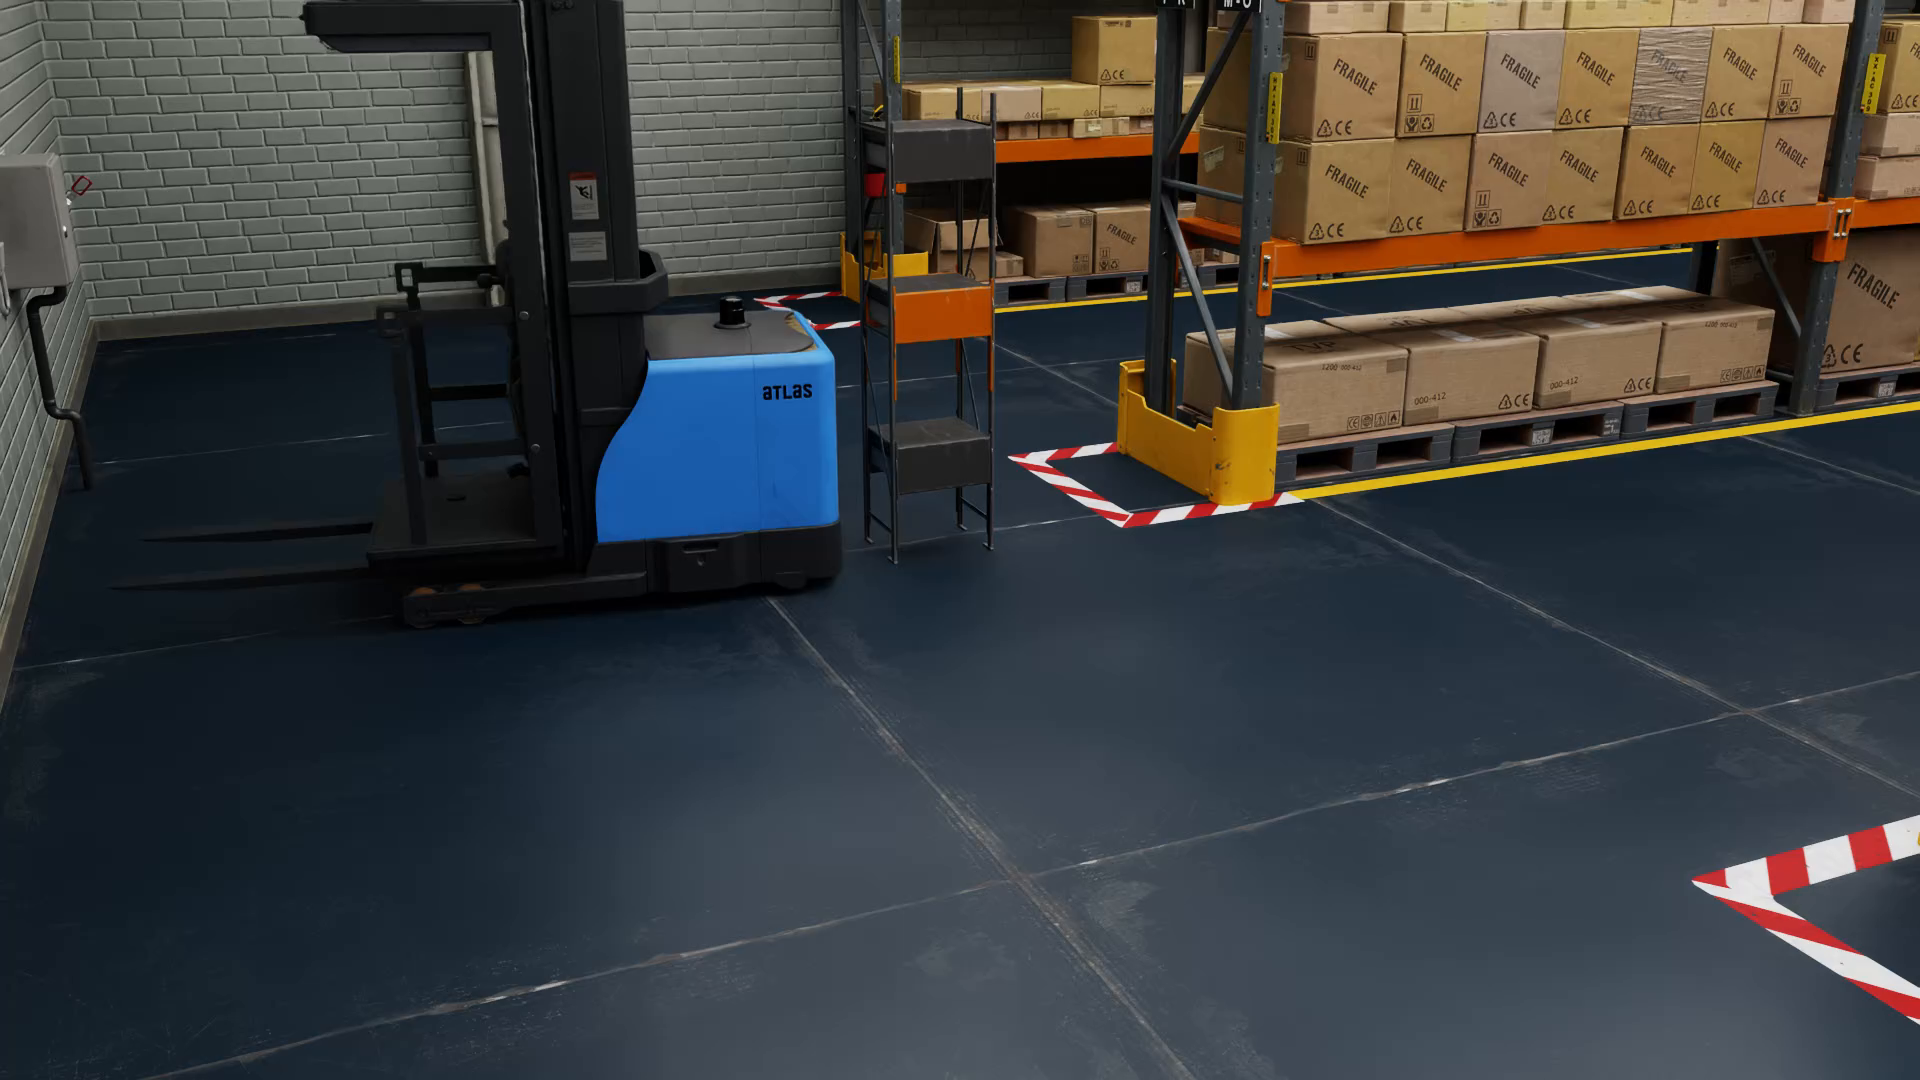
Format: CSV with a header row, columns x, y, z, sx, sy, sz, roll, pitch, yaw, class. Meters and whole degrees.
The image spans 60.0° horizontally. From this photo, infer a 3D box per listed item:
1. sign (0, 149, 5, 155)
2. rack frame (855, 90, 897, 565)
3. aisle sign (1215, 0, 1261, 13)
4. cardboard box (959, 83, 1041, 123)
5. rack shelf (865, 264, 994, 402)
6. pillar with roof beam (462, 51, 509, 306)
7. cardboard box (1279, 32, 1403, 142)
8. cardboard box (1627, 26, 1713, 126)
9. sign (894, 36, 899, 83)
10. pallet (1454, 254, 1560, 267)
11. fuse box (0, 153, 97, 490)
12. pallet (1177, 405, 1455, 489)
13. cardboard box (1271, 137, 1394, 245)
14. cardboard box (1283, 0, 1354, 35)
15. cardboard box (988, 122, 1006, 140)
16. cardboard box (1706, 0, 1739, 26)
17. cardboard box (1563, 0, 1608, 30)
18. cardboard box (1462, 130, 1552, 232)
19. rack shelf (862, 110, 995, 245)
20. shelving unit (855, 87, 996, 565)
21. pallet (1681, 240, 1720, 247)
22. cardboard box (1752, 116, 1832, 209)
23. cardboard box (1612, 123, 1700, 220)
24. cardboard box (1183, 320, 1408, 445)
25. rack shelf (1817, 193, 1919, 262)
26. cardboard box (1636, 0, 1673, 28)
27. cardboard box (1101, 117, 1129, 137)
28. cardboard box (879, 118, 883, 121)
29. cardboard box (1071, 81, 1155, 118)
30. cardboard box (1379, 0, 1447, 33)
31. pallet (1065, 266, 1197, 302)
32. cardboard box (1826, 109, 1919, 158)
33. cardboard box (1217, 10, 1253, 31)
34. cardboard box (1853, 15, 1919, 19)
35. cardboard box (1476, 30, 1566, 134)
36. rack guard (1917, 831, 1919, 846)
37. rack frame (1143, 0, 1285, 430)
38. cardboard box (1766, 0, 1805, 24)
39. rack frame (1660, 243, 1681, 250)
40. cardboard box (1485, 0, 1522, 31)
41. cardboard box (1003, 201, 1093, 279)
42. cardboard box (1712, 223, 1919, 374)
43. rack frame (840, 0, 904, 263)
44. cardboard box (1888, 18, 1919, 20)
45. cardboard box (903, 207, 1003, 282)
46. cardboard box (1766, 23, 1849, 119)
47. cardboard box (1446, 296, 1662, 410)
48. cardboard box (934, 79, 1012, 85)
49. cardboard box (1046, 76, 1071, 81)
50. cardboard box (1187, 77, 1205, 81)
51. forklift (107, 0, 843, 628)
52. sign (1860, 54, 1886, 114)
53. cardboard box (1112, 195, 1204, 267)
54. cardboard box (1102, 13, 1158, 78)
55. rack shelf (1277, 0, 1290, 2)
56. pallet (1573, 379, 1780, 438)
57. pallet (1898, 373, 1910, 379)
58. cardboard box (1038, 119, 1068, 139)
x,y,z,sx,sy,sz,roll,pitch,yaw,class
-4.967,-1.775,8.691,0.001,0.494,0.329,-8,21,-22,sign
-0.376,-0.937,7.520,0.015,2.100,0.400,-8,21,-22,rack frame
1.334,-2.914,7.868,0.004,0.787,0.394,-8,21,-22,aisle sign
0.302,-3.413,12.975,0.500,0.250,0.500,-8,21,-21,cardboard box
-0.152,-0.956,7.616,0.480,0.518,0.431,-8,21,-22,rack shelf
-1.812,-4.736,7.924,0.400,9.000,9.100,-8,21,-22,pillar with roof beam
1.839,-2.281,8.328,0.500,0.500,0.500,-9,21,-23,cardboard box
3.701,-2.551,9.093,0.500,0.500,0.500,-8,21,-21,cardboard box
-0.469,-3.542,12.262,0.005,0.325,0.100,-8,21,-22,sign
4.842,-2.790,15.629,1.213,0.211,1.003,-8,21,-22,pallet
-4.581,-1.089,8.539,0.414,1.711,0.539,-8,21,-22,fuse box
1.988,-0.600,9.407,1.213,0.211,1.003,-8,21,-22,pallet
1.840,-1.809,8.492,0.500,0.500,0.500,-8,21,-22,cardboard box
1.721,-2.573,8.180,0.250,0.149,0.380,-8,21,-21,cardboard box
0.169,-3.233,13.066,0.250,0.149,0.380,-8,21,-23,cardboard box
4.058,-2.929,9.192,0.250,0.149,0.380,-8,21,-22,cardboard box
3.161,-2.764,8.723,0.250,0.149,0.380,-9,21,-23,cardboard box
2.767,-1.945,8.879,0.500,0.500,0.500,-8,21,-22,cardboard box
-0.152,-1.616,7.384,0.480,0.518,0.431,-8,21,-22,rack shelf
-0.152,-0.969,7.611,0.503,2.100,0.431,-8,21,-22,shelving unit
7.433,-3.133,16.601,1.213,0.211,1.003,-8,21,-22,pallet
4.633,-2.220,9.661,0.500,0.500,0.500,-8,21,-21,cardboard box
3.707,-2.080,9.263,0.500,0.500,0.500,-8,21,-23,cardboard box
1.852,-0.893,9.267,0.875,0.438,0.875,-9,21,-24,cardboard box
6.794,-2.236,10.939,4.000,0.370,1.077,-8,21,-22,rack shelf
3.602,-2.850,8.968,0.250,0.149,0.380,-9,21,-23,cardboard box
1.162,-3.335,13.356,0.250,0.149,0.380,-8,21,-21,cardboard box
-0.486,-3.306,13.273,0.250,0.149,0.380,-8,21,-23,cardboard box
1.227,-3.554,13.377,0.500,0.250,0.500,-9,21,-23,cardboard box
2.217,-2.628,8.337,0.250,0.149,0.380,-7,21,-20,cardboard box
1.236,-2.258,14.118,1.213,0.211,1.003,-8,21,-22,pallet
5.474,-2.449,9.934,0.500,0.250,0.500,-9,21,-23,cardboard box
1.535,-2.719,8.595,0.250,0.149,0.380,-8,21,-21,cardboard box
5.741,-3.037,10.474,0.500,0.500,0.500,-8,21,-21,cardboard box
2.780,-2.421,8.726,0.500,0.500,0.500,-8,21,-22,cardboard box
3.408,0.879,4.772,0.348,0.500,1.175,-8,21,-22,rack guard
1.285,-1.786,8.578,0.127,3.000,1.000,-8,21,-22,rack frame
4.516,-2.998,9.387,0.250,0.149,0.380,-8,21,-21,cardboard box
6.661,-4.351,15.864,0.127,3.000,1.000,-8,21,-22,rack frame
2.672,-2.719,8.595,0.250,0.149,0.380,-8,21,-21,cardboard box
0.715,-2.470,13.653,0.500,0.500,0.700,-7,21,-20,cardboard box
5.496,-1.614,10.656,0.875,0.875,0.875,-7,21,-20,cardboard box
-0.684,-3.299,12.875,0.127,3.000,1.000,-8,21,-22,rack frame
5.932,-2.876,10.019,0.500,0.500,0.500,-8,21,-22,cardboard box
-0.085,-2.371,13.367,0.637,0.503,0.797,-9,21,-24,cardboard box
4.634,-2.685,9.474,0.500,0.500,0.500,-8,21,-22,cardboard box
3.517,-1.134,9.951,0.875,0.438,0.875,-9,21,-24,cardboard box
0.107,-3.578,13.444,0.500,0.250,0.500,-8,21,-22,cardboard box
1.044,-3.710,13.820,0.500,0.250,0.500,-8,21,-22,cardboard box
2.163,-3.683,13.744,0.500,0.250,0.500,-8,21,-22,cardboard box
-2.097,-1.206,7.033,3.031,2.935,1.130,-5,20,-13,forklift
5.179,-2.589,9.435,0.005,0.325,0.100,-8,21,-22,sign
1.668,-2.607,14.041,0.500,0.500,0.700,-9,21,-24,cardboard box
1.516,-4.134,13.895,0.500,0.500,0.500,-9,21,-23,cardboard box
3.122,-3.125,8.946,4.000,0.370,1.077,-8,21,-22,rack shelf
4.229,-0.921,10.319,1.213,0.211,1.003,-8,21,-22,pallet
6.759,-1.283,11.348,1.213,0.211,1.003,-8,21,-22,pallet
0.667,-3.284,13.211,0.250,0.149,0.380,-8,21,-21,cardboard box
